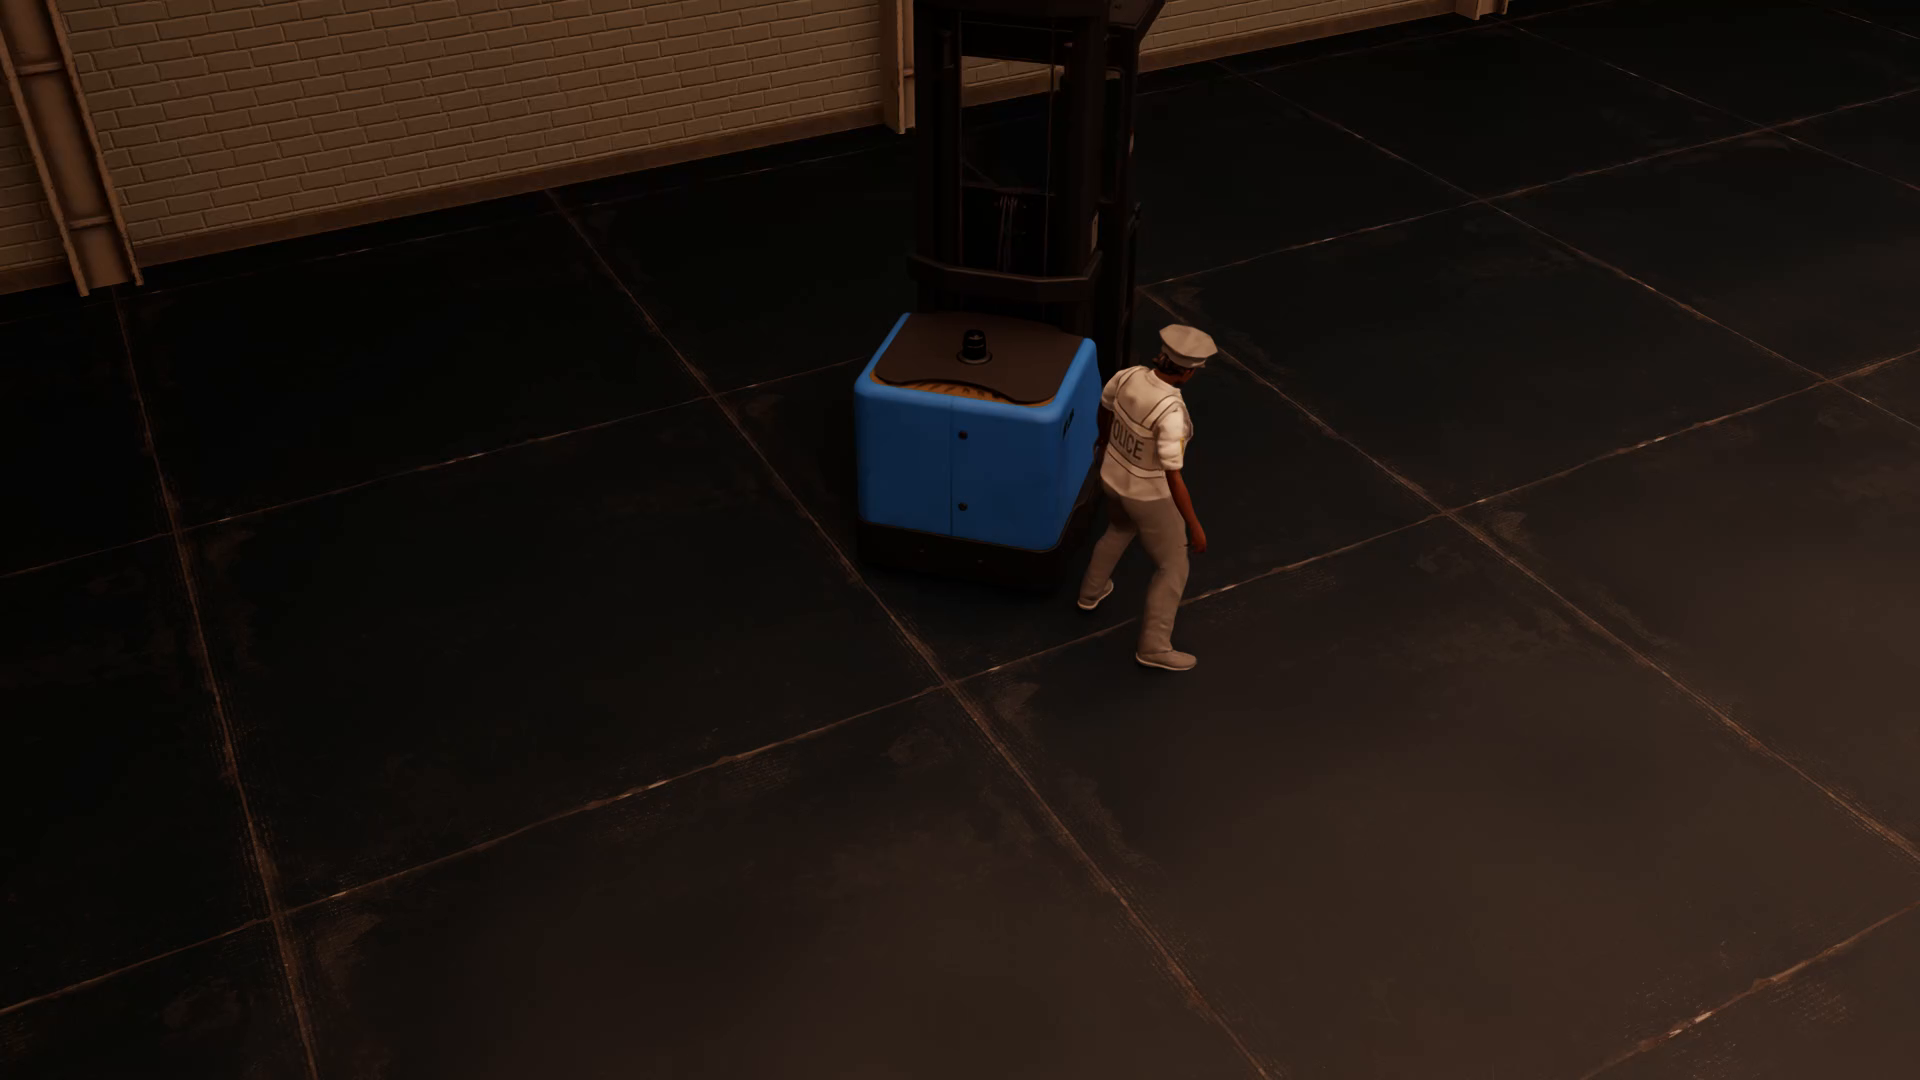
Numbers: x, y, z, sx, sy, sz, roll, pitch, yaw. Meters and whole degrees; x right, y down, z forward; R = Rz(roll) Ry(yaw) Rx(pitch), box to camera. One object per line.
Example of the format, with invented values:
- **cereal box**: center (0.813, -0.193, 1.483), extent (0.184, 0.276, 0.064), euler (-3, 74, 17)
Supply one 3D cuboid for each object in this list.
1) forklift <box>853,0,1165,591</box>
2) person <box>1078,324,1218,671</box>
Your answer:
- **forklift**: center (0.387, -1.793, 8.660), extent (1.130, 2.935, 3.031), euler (10, 36, 13)
- **person**: center (0.877, -0.236, 7.622), extent (0.414, 1.624, 0.843), euler (-18, 39, -23)
